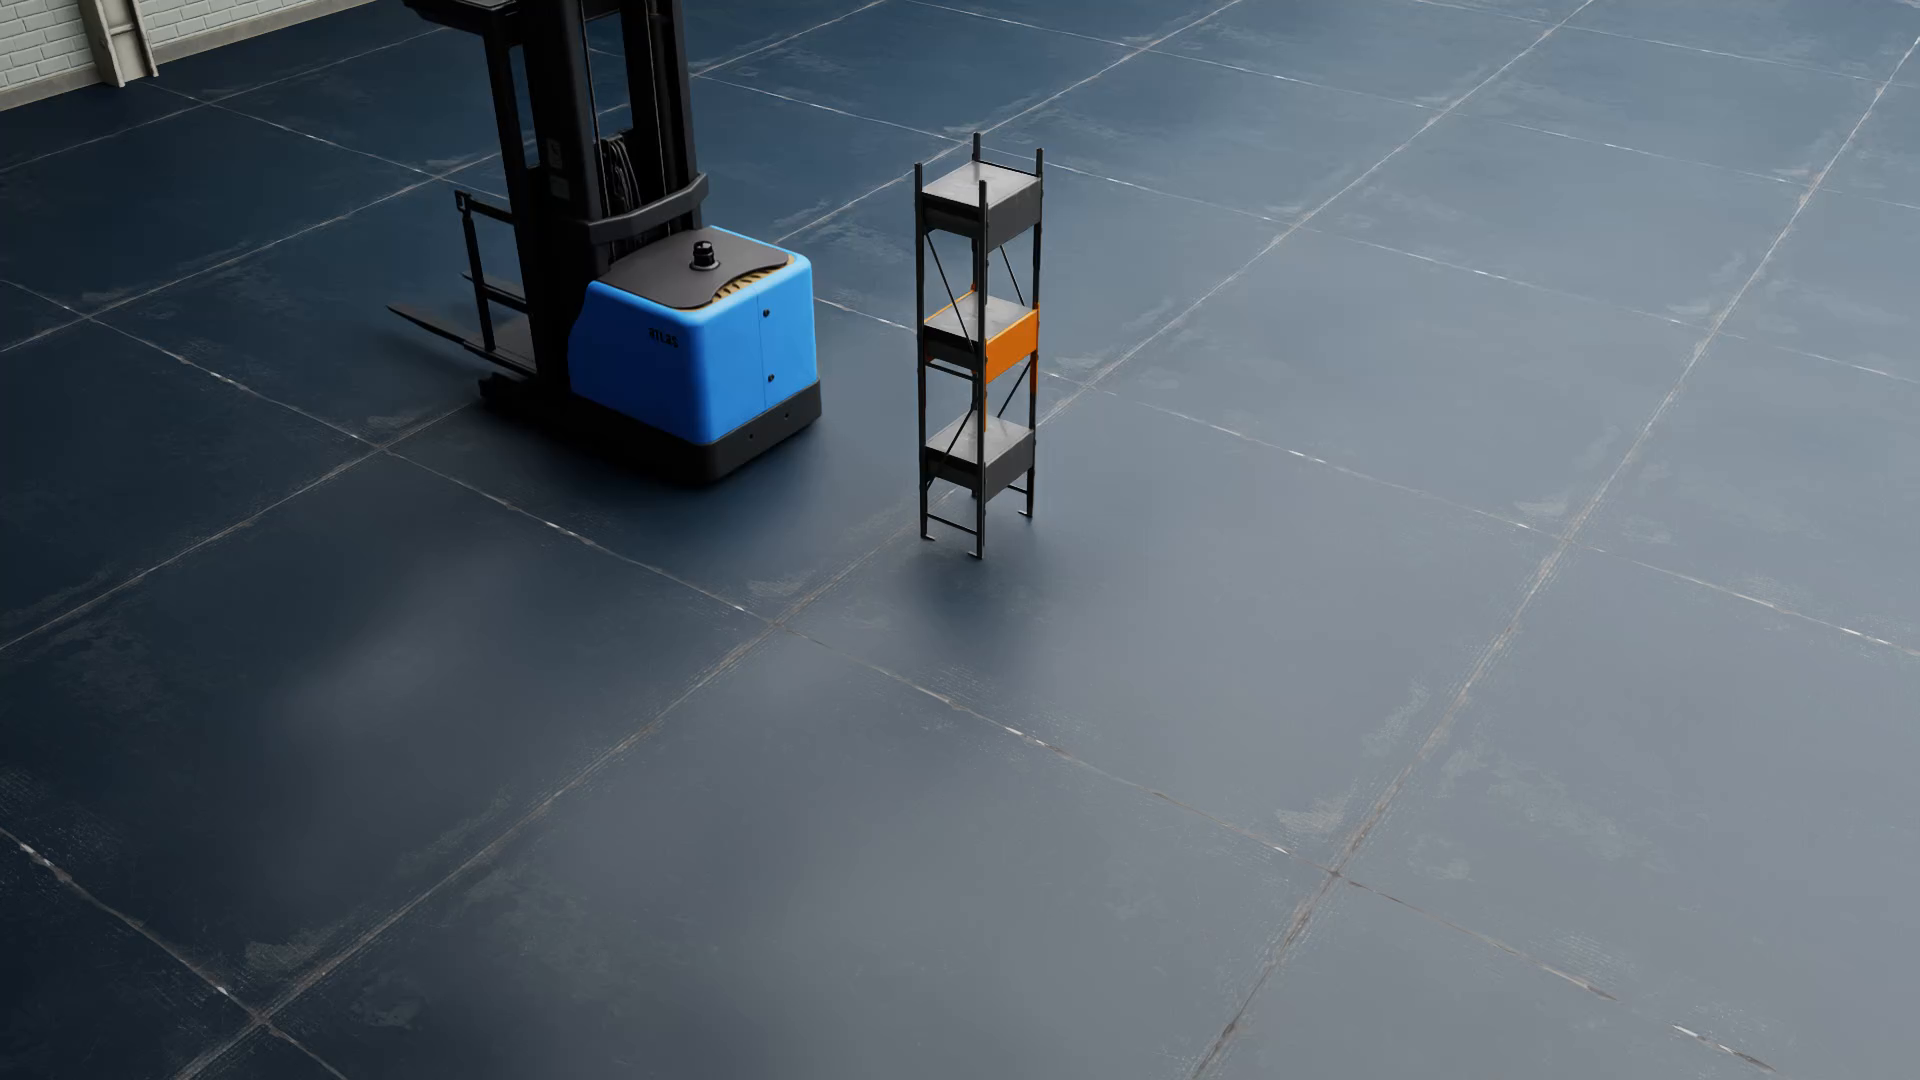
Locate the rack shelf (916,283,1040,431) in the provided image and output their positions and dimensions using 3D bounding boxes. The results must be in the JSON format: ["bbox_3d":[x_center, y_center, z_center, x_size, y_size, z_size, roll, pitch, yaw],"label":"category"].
[{"bbox_3d":[0.094,-0.935,8.458,0.431,0.518,0.480,21,39,28],"label":"rack shelf"}]

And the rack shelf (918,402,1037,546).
[{"bbox_3d":[0.094,-0.355,8.850,0.431,0.518,0.480,21,39,28],"label":"rack shelf"}]

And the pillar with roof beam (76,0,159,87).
[{"bbox_3d":[-4.029,-6.561,10.595,9.100,9.000,0.400,21,39,28],"label":"pillar with roof beam"}]

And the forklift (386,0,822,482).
[{"bbox_3d":[-2.308,-2.195,9.555,3.031,2.935,1.130,23,40,30],"label":"forklift"}]

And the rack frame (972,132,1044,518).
[{"bbox_3d":[0.234,-1.058,8.616,0.400,2.100,0.015,21,39,28],"label":"rack frame"}]

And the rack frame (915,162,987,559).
[{"bbox_3d":[-0.045,-0.834,8.284,0.400,2.100,0.015,21,39,28],"label":"rack frame"}]

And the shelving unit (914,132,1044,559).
[{"bbox_3d":[0.094,-0.946,8.450,0.431,2.100,0.503,21,39,28],"label":"shelving unit"}]

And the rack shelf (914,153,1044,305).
[{"bbox_3d":[0.094,-1.515,8.066,0.431,0.518,0.480,21,39,28],"label":"rack shelf"}]
